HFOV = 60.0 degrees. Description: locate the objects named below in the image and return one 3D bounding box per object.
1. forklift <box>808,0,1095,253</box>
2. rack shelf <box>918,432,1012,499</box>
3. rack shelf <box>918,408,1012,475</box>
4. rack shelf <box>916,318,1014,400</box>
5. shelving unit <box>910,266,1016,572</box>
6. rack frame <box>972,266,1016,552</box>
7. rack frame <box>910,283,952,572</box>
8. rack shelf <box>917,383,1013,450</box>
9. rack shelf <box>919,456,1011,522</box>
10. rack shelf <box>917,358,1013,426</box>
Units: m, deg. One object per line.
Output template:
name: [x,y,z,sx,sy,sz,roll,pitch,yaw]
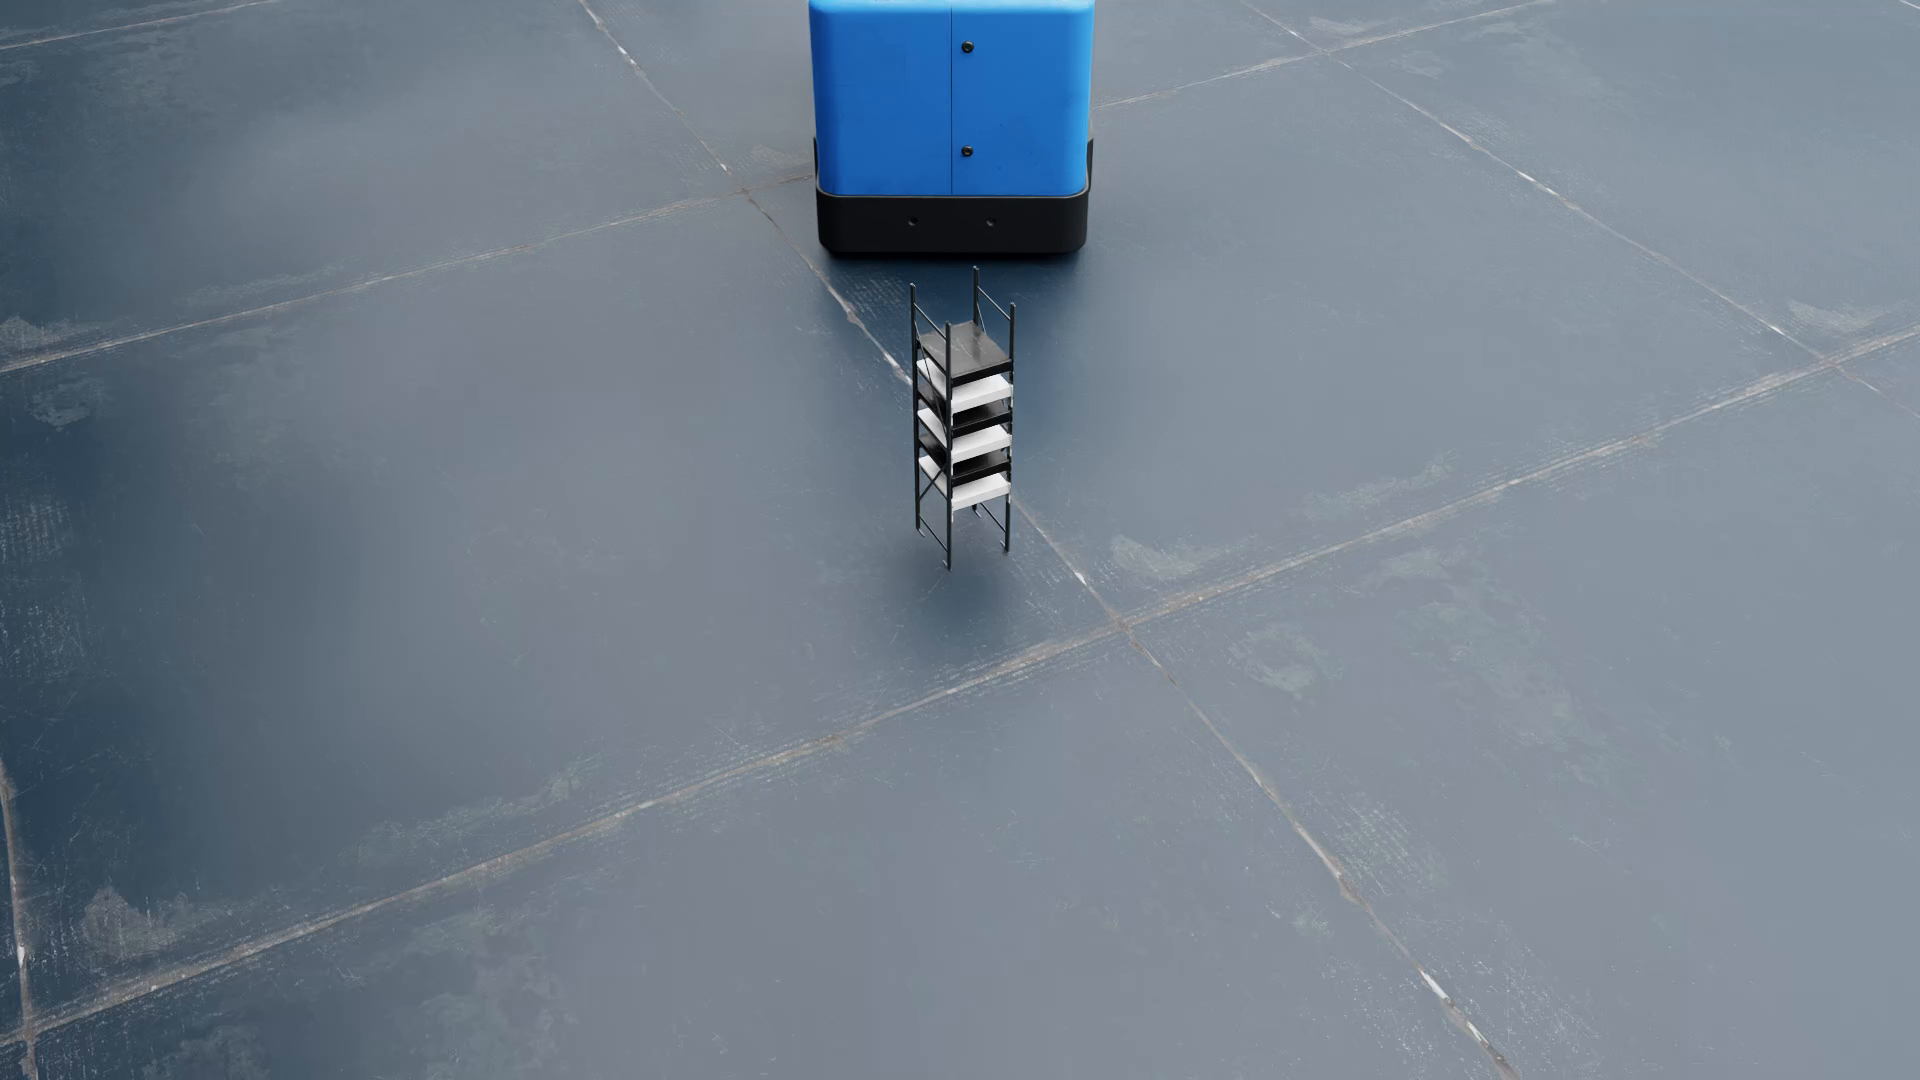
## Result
forklift: [-0.019,-3.157,6.711,1.130,2.935,3.031,0,40,0]
rack shelf: [0.007,-0.252,5.042,0.200,0.077,0.258,-19,44,-21]
rack shelf: [0.007,-0.320,4.984,0.200,0.077,0.258,-19,44,-21]
rack shelf: [0.007,-0.527,4.809,0.200,0.077,0.258,-19,44,-21]
shelving unit: [0.007,-0.346,4.962,0.210,0.900,0.258,-19,44,-21]
rack frame: [0.097,-0.376,4.998,0.006,0.900,0.240,-19,44,-21]
rack frame: [-0.083,-0.316,4.926,0.006,0.900,0.240,-19,44,-21]
rack shelf: [0.007,-0.389,4.925,0.200,0.077,0.258,-19,44,-21]
rack shelf: [0.007,-0.183,5.100,0.200,0.077,0.258,-19,44,-21]
rack shelf: [0.007,-0.458,4.867,0.200,0.077,0.258,-19,44,-21]
